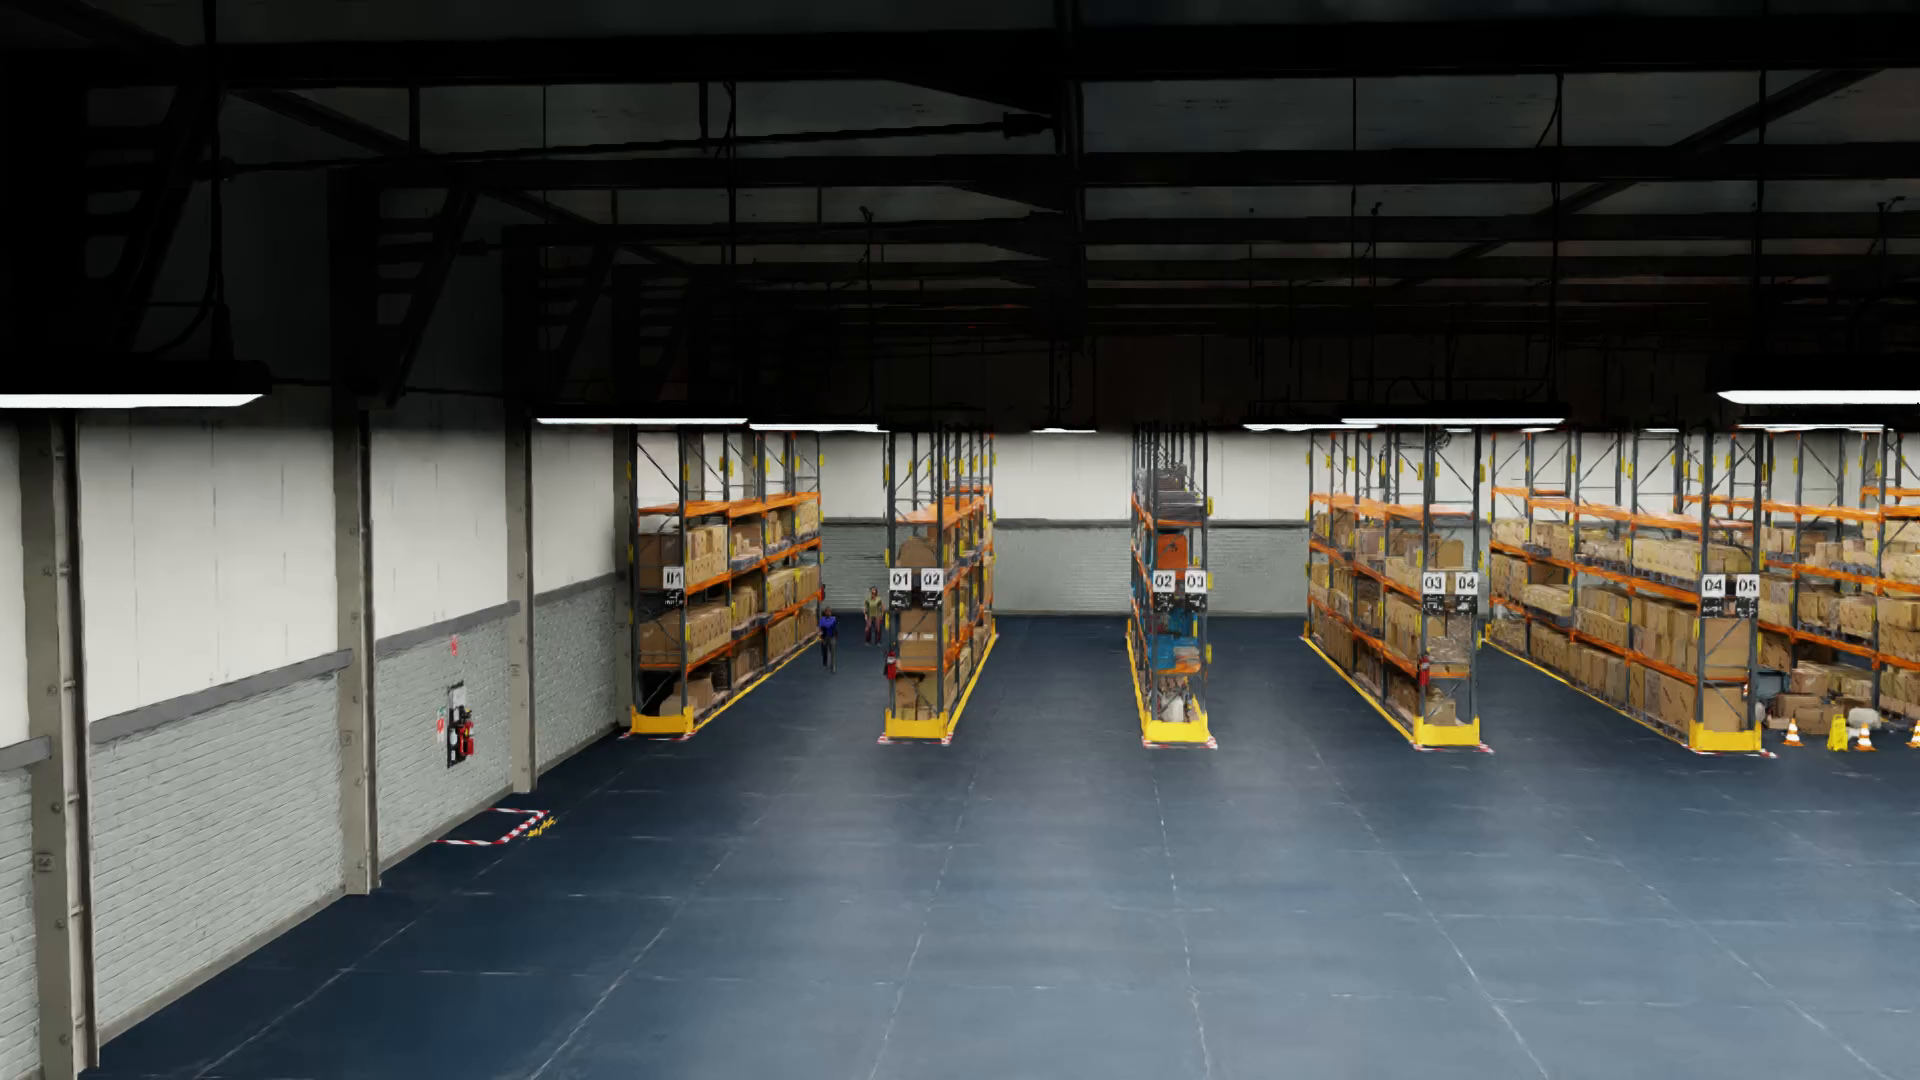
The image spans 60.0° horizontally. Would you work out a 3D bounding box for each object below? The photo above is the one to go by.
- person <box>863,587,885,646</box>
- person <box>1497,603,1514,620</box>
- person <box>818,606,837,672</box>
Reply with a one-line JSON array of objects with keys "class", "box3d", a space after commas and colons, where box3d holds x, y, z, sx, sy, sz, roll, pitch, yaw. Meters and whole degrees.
[{"class": "person", "box3d": [-2.339, 2.069, 45.092, 0.598, 1.619, 0.474, 0, 4, 2]}, {"class": "person", "box3d": [16.540, 1.690, 50.324, 0.584, 1.705, 0.981, 2, 4, 27]}, {"class": "person", "box3d": [-3.187, 2.377, 40.092, 0.443, 1.587, 0.996, 0, 4, -3]}]
